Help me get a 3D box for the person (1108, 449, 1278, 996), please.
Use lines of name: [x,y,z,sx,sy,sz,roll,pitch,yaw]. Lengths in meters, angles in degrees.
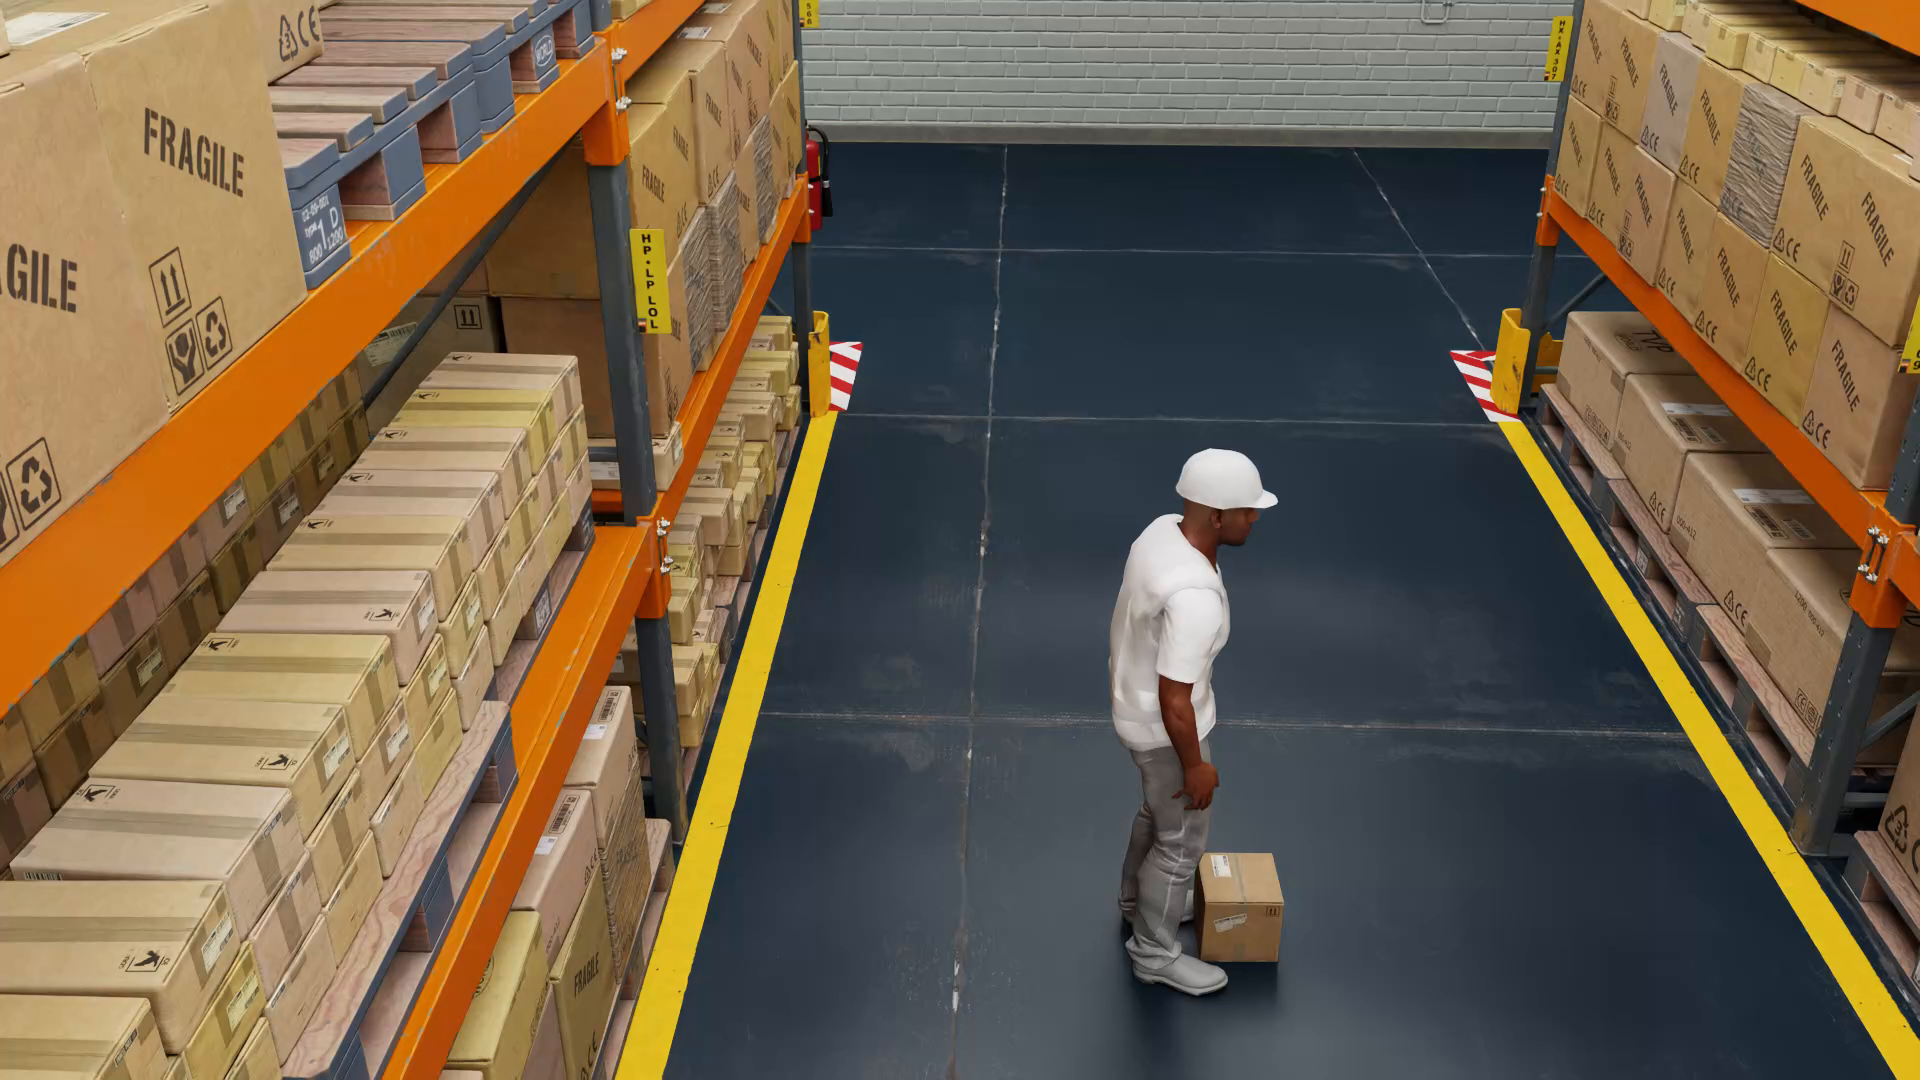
person: [0.679,0.538,5.084,0.454,1.758,0.626,1,28,2]
